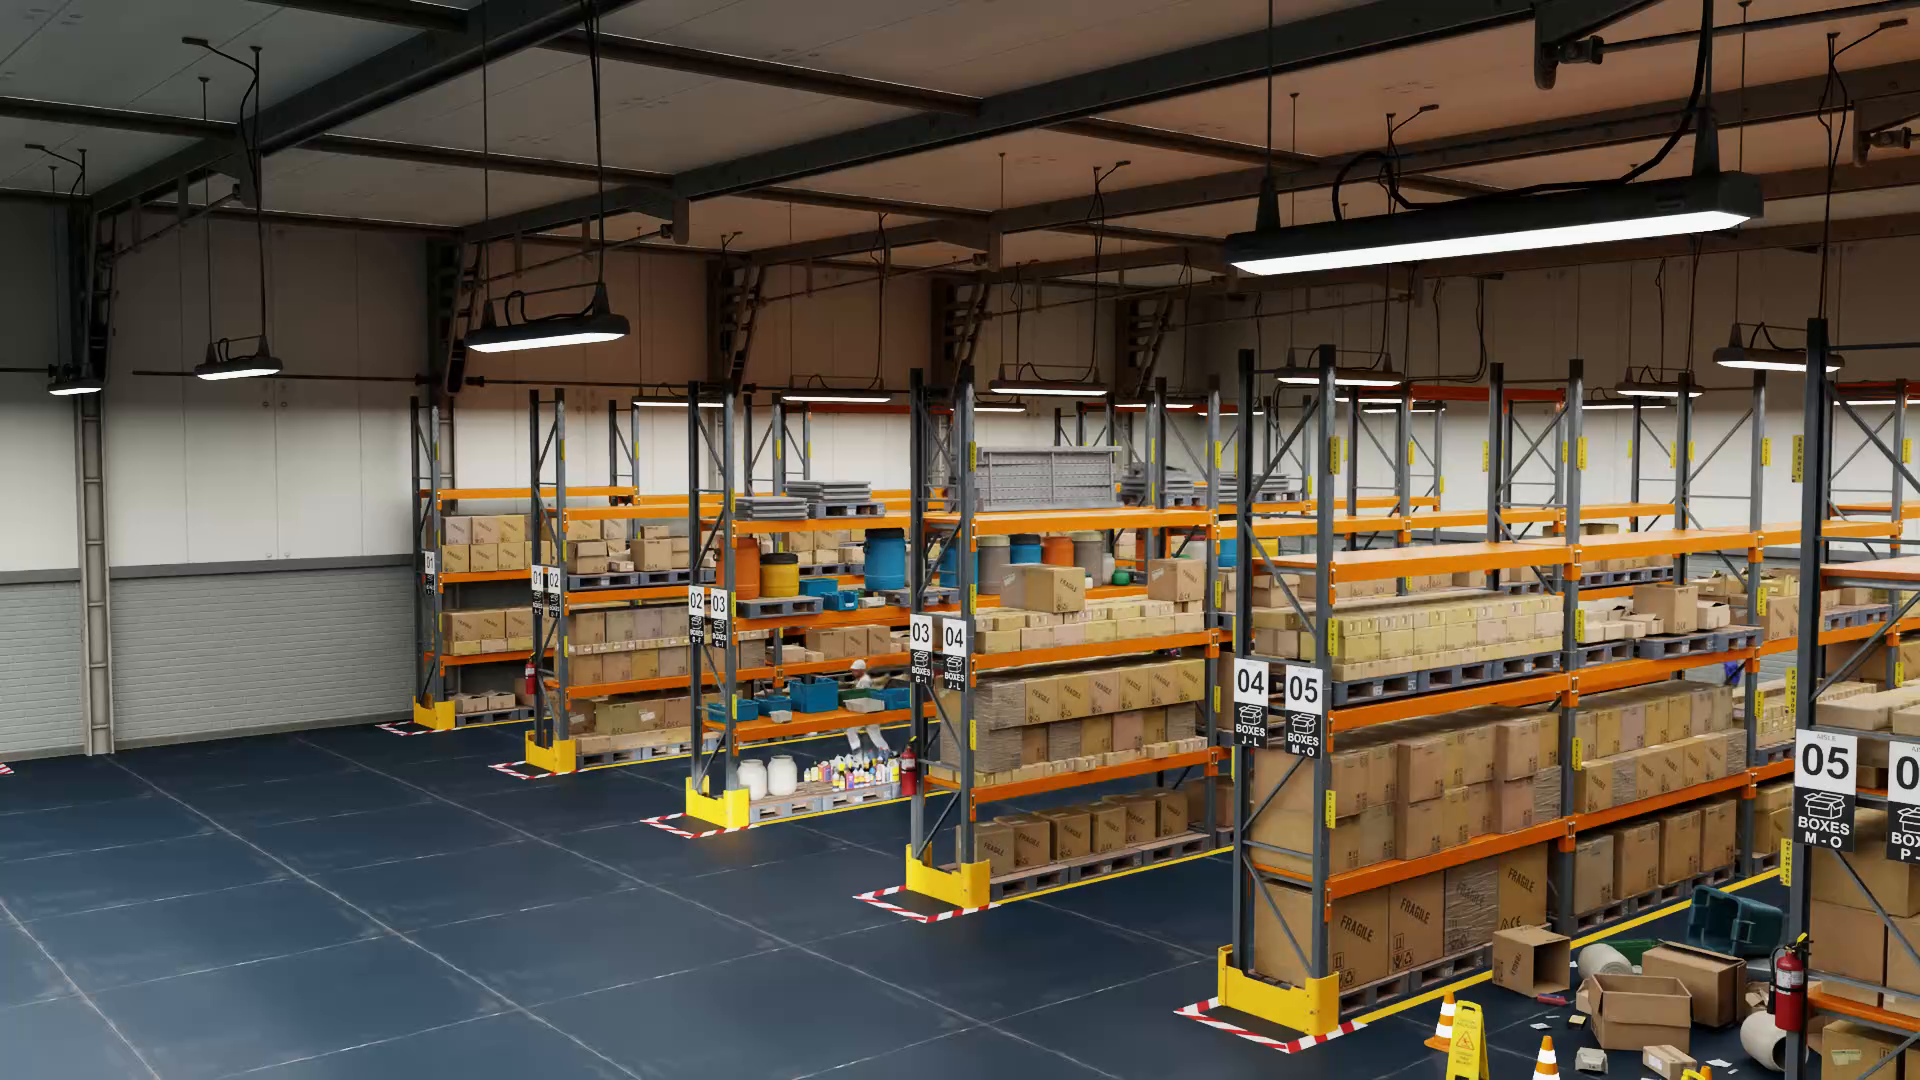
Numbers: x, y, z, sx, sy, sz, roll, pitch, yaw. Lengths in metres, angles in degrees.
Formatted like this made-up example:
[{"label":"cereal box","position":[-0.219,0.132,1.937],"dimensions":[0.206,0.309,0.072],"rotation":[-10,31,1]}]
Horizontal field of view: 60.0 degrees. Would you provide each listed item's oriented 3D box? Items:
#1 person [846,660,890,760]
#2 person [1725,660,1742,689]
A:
[{"label":"person","position":[-1.447,2.743,26.245],"dimensions":[0.808,1.742,0.651],"rotation":[-1,4,-17]},{"label":"person","position":[13.559,2.645,29.184],"dimensions":[0.401,1.662,0.599],"rotation":[2,4,24]}]
